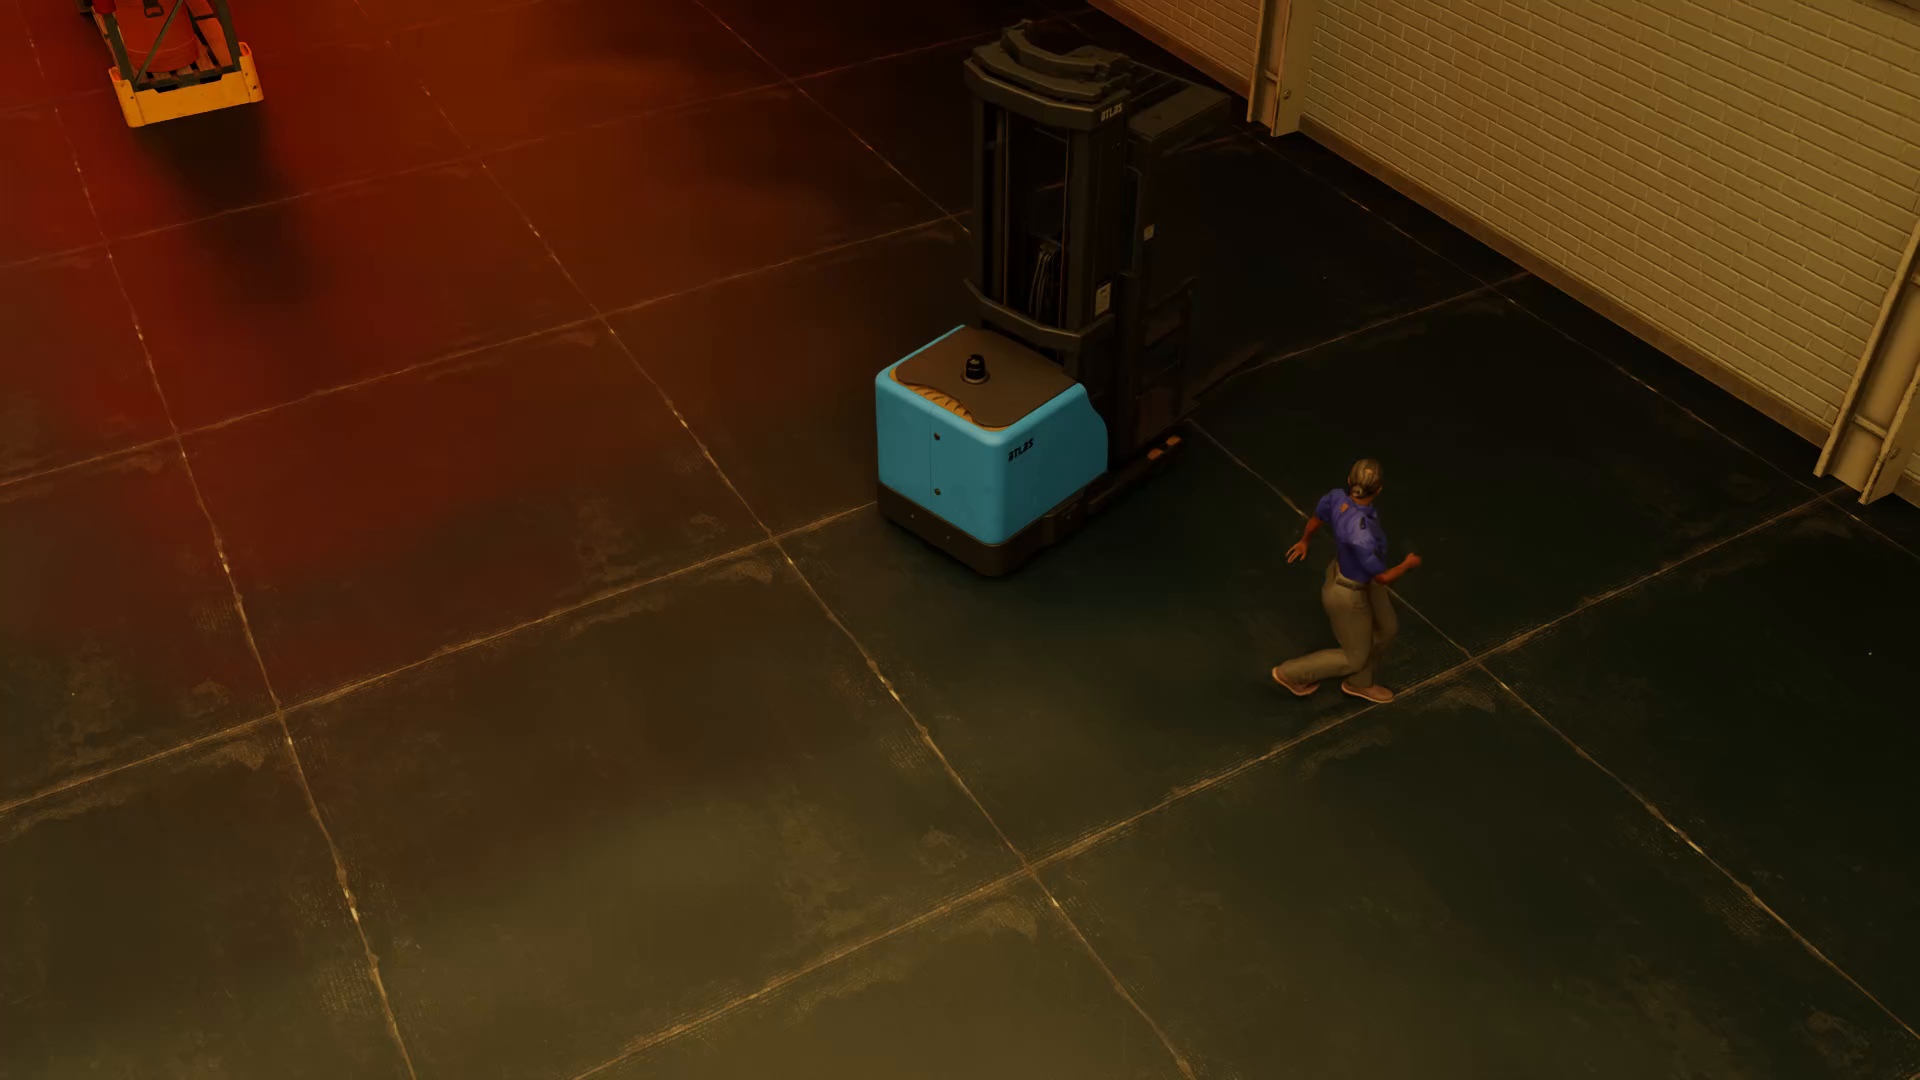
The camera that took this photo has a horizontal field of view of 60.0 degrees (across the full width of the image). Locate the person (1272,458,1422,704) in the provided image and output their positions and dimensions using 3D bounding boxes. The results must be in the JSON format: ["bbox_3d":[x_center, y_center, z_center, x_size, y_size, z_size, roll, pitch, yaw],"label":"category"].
[{"bbox_3d":[2.074,0.226,8.836,0.716,1.589,0.535,10,41,12],"label":"person"}]

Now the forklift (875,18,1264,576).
[{"bbox_3d":[0.853,-1.760,10.158,1.130,2.935,3.031,31,49,32],"label":"forklift"}]
